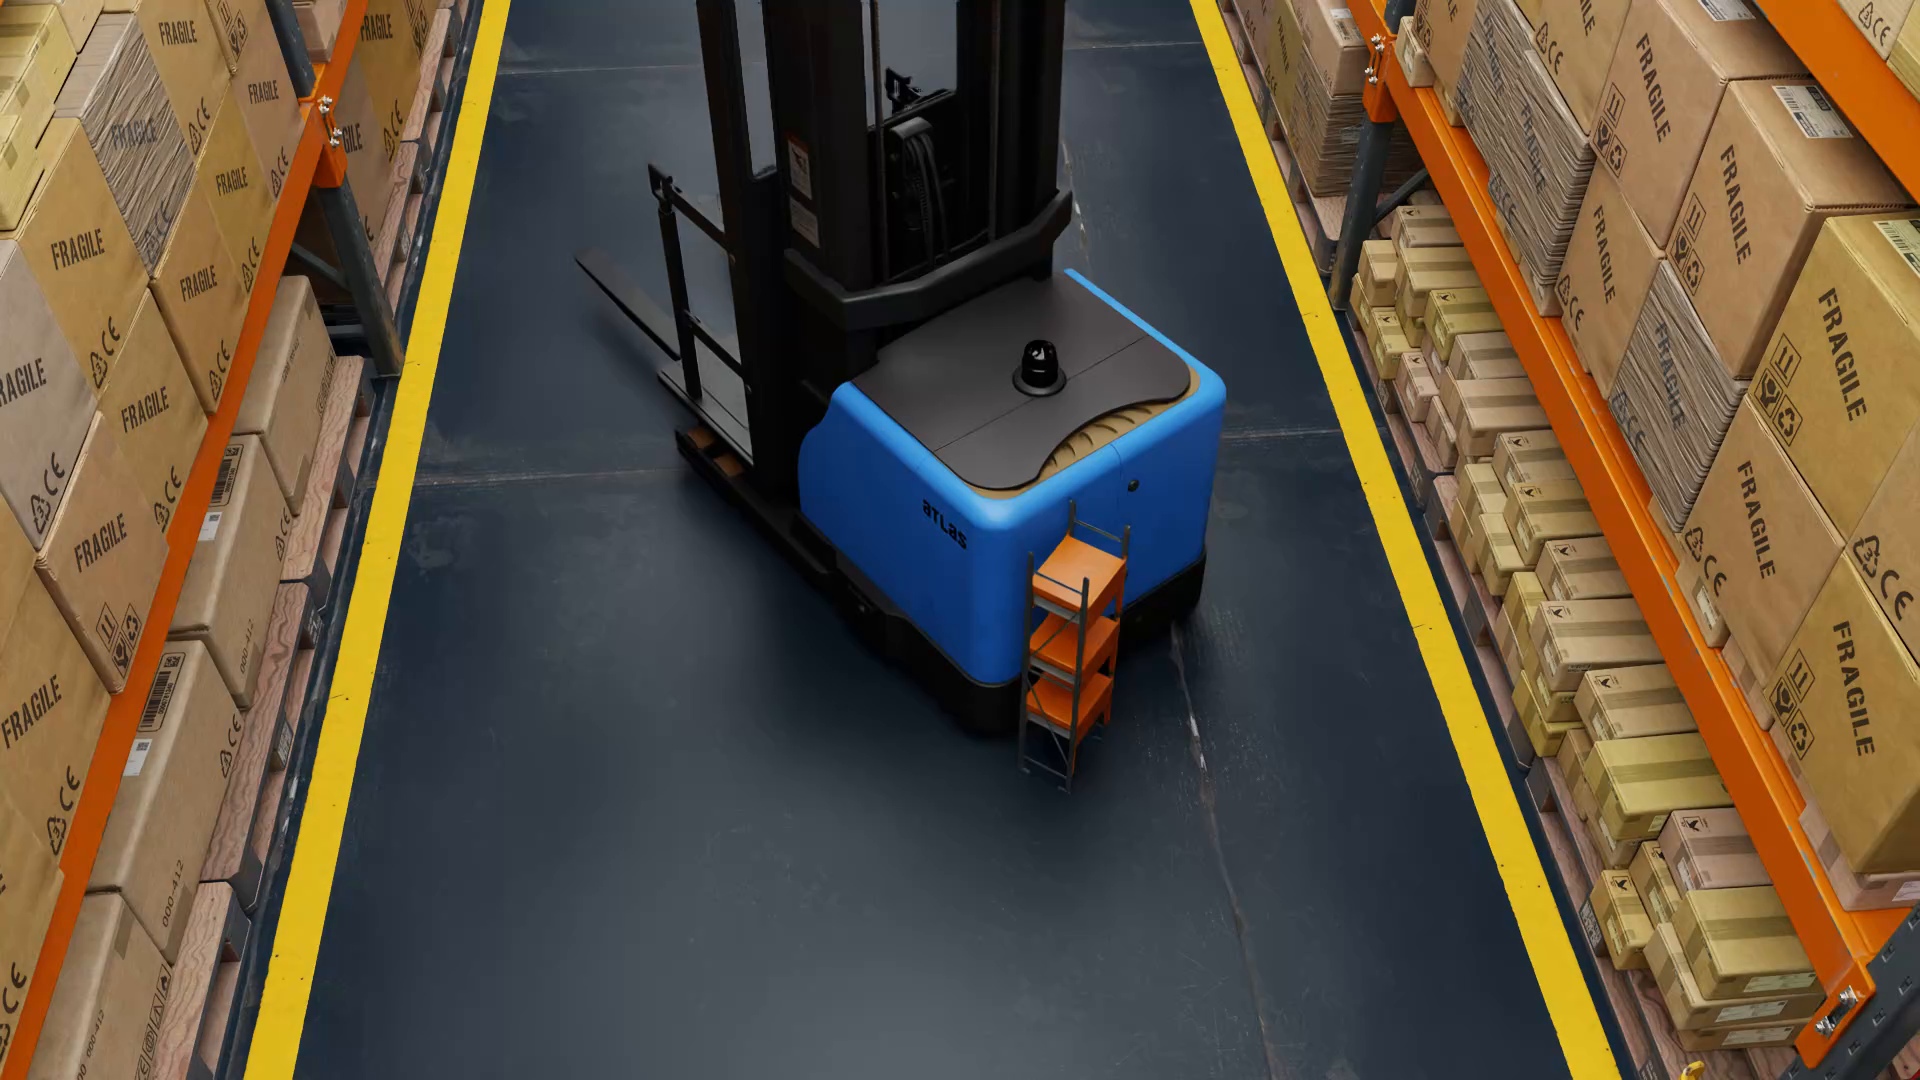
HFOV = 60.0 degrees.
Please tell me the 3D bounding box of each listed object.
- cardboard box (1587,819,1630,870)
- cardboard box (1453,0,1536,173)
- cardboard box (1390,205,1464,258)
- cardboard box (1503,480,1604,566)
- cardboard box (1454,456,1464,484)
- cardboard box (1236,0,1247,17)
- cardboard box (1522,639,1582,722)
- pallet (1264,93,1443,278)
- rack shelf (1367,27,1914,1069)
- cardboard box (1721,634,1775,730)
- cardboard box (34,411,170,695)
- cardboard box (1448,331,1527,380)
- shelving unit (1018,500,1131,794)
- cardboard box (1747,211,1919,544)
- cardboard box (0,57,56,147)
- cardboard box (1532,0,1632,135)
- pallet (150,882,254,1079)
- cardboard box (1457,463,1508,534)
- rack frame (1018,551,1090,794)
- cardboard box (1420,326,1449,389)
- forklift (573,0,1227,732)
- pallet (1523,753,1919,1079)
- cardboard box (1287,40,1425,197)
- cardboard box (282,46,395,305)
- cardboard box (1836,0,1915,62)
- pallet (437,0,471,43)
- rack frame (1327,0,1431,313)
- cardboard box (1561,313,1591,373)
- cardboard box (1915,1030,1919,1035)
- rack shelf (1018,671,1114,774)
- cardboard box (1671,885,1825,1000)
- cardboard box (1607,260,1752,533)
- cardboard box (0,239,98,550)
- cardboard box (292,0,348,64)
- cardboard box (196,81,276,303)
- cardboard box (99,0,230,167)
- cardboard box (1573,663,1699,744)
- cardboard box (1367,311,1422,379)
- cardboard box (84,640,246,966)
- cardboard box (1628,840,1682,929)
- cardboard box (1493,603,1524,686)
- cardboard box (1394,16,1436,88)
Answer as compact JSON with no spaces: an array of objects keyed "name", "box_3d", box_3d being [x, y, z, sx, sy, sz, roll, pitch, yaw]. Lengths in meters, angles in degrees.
[{"name":"cardboard box","box_3d":[2.131,0.897,5.009,0.380,0.149,0.250,-4,47,-3]},{"name":"cardboard box","box_3d":[1.946,-1.494,5.325,0.500,0.500,0.500,-3,47,-3]},{"name":"cardboard box","box_3d":[1.930,-1.195,6.581,0.380,0.149,0.250,-2,47,-2]},{"name":"cardboard box","box_3d":[2.035,-0.063,5.508,0.380,0.149,0.250,-3,47,-3]},{"name":"cardboard box","box_3d":[2.041,-0.227,6.074,0.380,0.149,0.250,-5,47,-5]},{"name":"cardboard box","box_3d":[1.671,-3.006,8.463,0.500,0.500,0.500,-5,47,-4]},{"name":"cardboard box","box_3d":[2.012,0.425,5.251,0.380,0.149,0.250,-3,47,-3]},{"name":"pallet","box_3d":[2.041,-1.693,7.708,1.003,0.211,1.213,-3,47,-3]},{"name":"rack shelf","box_3d":[2.275,-0.394,5.053,1.077,0.370,4.000,-3,47,-3]},{"name":"cardboard box","box_3d":[2.114,0.310,4.063,0.380,0.149,0.250,-4,47,-4]},{"name":"cardboard box","box_3d":[-2.331,0.047,4.071,0.500,0.500,0.500,-4,47,-4]},{"name":"cardboard box","box_3d":[2.008,-0.625,6.041,0.380,0.149,0.250,-5,47,-4]},{"name":"shelving unit","box_3d":[0.345,0.358,5.187,0.215,1.050,0.252,25,51,21]},{"name":"cardboard box","box_3d":[2.113,-0.358,3.560,0.500,0.500,0.500,-5,47,-5]},{"name":"cardboard box","box_3d":[-2.395,-1.007,3.933,0.380,0.149,0.250,-3,47,-3]},{"name":"cardboard box","box_3d":[1.972,-1.487,4.630,0.500,0.500,0.500,-3,47,-3]},{"name":"pallet","box_3d":[-2.627,1.565,4.623,1.003,0.211,1.213,-3,47,-3]},{"name":"cardboard box","box_3d":[1.963,-0.139,5.785,0.380,0.149,0.250,-4,47,-4]},{"name":"rack frame","box_3d":[0.279,0.433,5.117,0.200,1.050,0.008,25,51,21]},{"name":"cardboard box","box_3d":[1.986,-0.722,6.337,0.380,0.149,0.250,-4,47,-4]},{"name":"forklift","box_3d":[-0.449,-1.383,5.541,1.130,2.935,3.031,-30,54,-25]},{"name":"pallet","box_3d":[2.403,1.119,5.044,1.003,0.211,1.213,-3,47,-3]},{"name":"cardboard box","box_3d":[1.794,-1.894,7.410,0.500,0.500,0.500,-4,47,-4]},{"name":"cardboard box","box_3d":[-2.949,-1.572,6.847,0.875,0.875,0.875,-2,47,-2]},{"name":"cardboard box","box_3d":[2.062,-1.216,3.373,0.500,0.250,0.500,-2,47,-2]},{"name":"pallet","box_3d":[-3.161,-3.075,9.017,1.003,0.211,1.213,-3,47,-3]},{"name":"rack frame","box_3d":[2.107,-2.089,6.162,1.000,3.000,0.127,-3,47,-3]},{"name":"cardboard box","box_3d":[2.032,-0.636,4.960,0.380,0.149,0.250,-2,47,-2]},{"name":"cardboard box","box_3d":[2.717,1.243,4.681,0.380,0.149,0.250,-3,47,-2]},{"name":"rack shelf","box_3d":[0.344,0.556,5.397,0.215,0.259,0.240,25,51,21]},{"name":"cardboard box","box_3d":[2.145,1.069,4.436,0.380,0.149,0.250,-3,47,-3]},{"name":"cardboard box","box_3d":[2.058,-0.380,4.270,0.500,0.500,0.500,-3,47,-3]},{"name":"cardboard box","box_3d":[-2.340,-0.309,3.719,0.500,0.500,0.500,-4,47,-4]},{"name":"cardboard box","box_3d":[-2.591,-1.997,6.179,0.500,0.250,0.500,-4,47,-4]},{"name":"cardboard box","box_3d":[-2.475,-1.057,5.116,0.500,0.500,0.500,-5,47,-4]},{"name":"cardboard box","box_3d":[-2.468,-1.401,4.753,0.500,0.500,0.500,-4,47,-4]},{"name":"cardboard box","box_3d":[2.075,0.513,4.963,0.380,0.149,0.250,-5,47,-5]},{"name":"cardboard box","box_3d":[1.840,-0.777,6.594,0.380,0.149,0.250,-2,47,-2]},{"name":"cardboard box","box_3d":[-2.722,0.783,4.918,0.875,0.438,0.875,-2,47,-2]},{"name":"cardboard box","box_3d":[2.145,0.982,4.723,0.380,0.149,0.250,-4,47,-4]},{"name":"cardboard box","box_3d":[2.011,0.339,5.537,0.380,0.149,0.250,-3,47,-3]},{"name":"cardboard box","box_3d":[1.805,-1.777,6.040,0.380,0.149,0.250,-2,47,-2]}]
